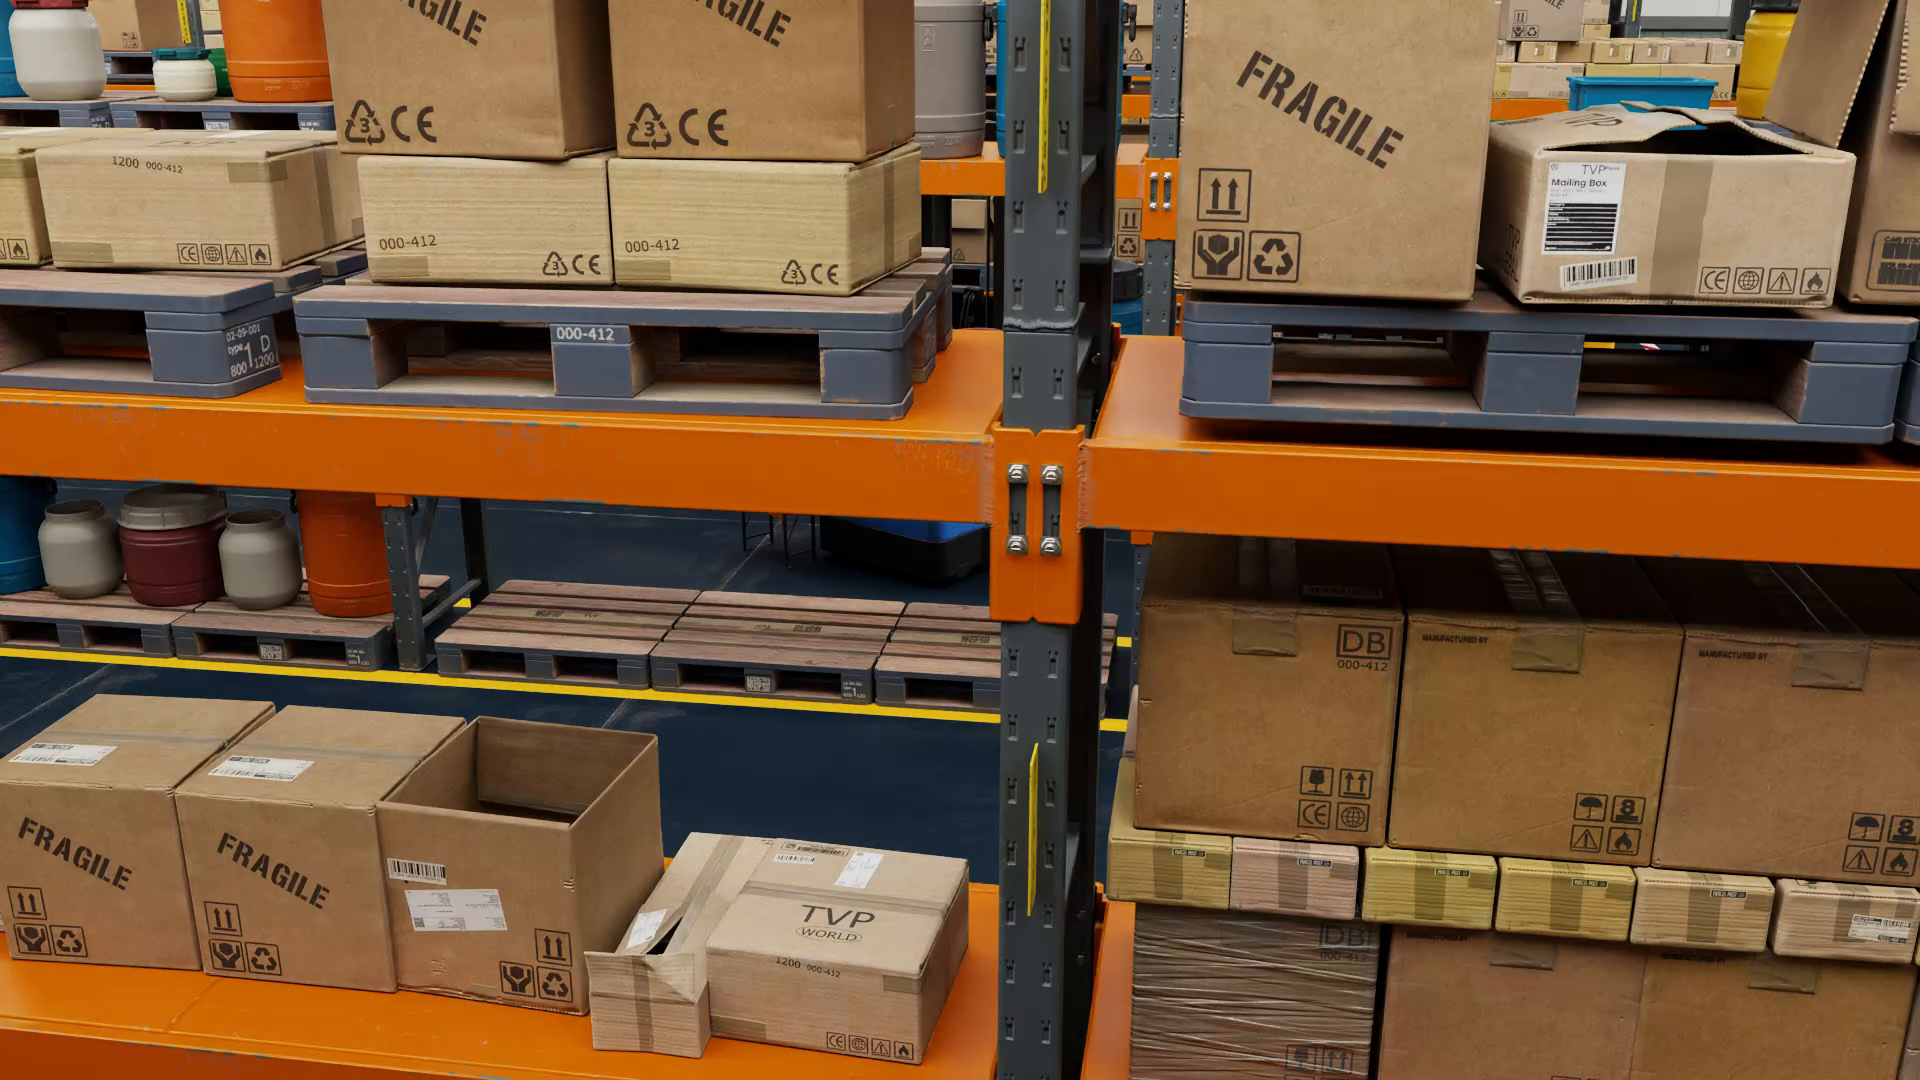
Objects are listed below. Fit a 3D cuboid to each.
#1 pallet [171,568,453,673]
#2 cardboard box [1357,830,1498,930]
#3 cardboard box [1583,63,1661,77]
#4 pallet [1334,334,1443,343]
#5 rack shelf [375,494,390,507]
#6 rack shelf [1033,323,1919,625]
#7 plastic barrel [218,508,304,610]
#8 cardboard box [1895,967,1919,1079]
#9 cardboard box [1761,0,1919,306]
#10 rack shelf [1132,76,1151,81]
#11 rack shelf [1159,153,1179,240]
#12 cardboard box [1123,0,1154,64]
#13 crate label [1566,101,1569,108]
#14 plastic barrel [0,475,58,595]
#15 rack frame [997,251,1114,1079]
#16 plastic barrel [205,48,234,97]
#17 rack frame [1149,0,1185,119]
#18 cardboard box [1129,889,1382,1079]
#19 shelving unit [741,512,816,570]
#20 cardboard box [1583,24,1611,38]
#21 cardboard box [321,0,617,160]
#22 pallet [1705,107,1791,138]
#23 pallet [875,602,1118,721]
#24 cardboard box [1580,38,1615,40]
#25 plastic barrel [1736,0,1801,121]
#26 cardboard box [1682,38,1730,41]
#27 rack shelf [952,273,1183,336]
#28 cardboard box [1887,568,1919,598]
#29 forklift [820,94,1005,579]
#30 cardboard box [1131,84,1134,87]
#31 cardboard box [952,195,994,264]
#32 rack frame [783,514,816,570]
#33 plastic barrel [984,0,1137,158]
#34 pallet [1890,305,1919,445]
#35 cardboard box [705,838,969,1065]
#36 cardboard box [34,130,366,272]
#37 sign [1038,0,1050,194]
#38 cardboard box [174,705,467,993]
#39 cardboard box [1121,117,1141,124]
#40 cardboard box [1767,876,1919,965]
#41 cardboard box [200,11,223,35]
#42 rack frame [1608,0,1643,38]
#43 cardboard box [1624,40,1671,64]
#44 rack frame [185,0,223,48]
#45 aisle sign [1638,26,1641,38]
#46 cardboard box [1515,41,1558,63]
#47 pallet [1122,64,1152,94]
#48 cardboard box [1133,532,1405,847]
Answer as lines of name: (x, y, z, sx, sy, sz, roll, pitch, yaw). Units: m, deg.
pallet: (-3.728, 0.442, 9.648, 1.213, 0.211, 1.003, 3, 19, 9)
cardboard box: (0.955, 0.644, 3.472, 0.250, 0.149, 0.380, 2, 19, 7)
cardboard box: (4.732, -3.323, 12.015, 0.500, 0.250, 0.500, 3, 19, 9)
pallet: (4.625, -2.307, 17.864, 1.213, 0.211, 1.003, 3, 19, 9)
rack shelf: (-4.917, -0.613, 9.541, 4.000, 0.370, 1.077, 3, 19, 9)
rack shelf: (2.192, -0.081, 3.224, 4.000, 0.370, 1.077, 3, 19, 9)
plastic barrel: (-4.000, 0.108, 9.513, 0.421, 0.512, 0.421, 0, 18, 0)
cardboard box: (2.179, 0.949, 3.582, 0.500, 0.500, 0.700, 3, 19, 10)
cardboard box: (1.823, -0.715, 2.940, 0.637, 0.503, 0.797, 5, 19, 15)
rack shelf: (0.704, -4.934, 17.730, 4.000, 0.370, 1.077, 3, 19, 9)
rack shelf: (2.981, -1.633, 7.862, 4.000, 0.370, 1.077, 3, 19, 9)
cardboard box: (1.344, -3.929, 12.766, 0.637, 0.503, 0.797, 2, 19, 6)
crate label: (3.160, -2.000, 8.061, 0.408, 0.251, 0.502, 3, 19, 9)
plastic barrel: (-5.658, -0.190, 9.790, 0.708, 0.901, 0.600, 3, 19, 9)
rack frame: (0.217, 0.900, 3.887, 0.127, 3.000, 1.000, 3, 19, 9)
plastic barrel: (-3.952, -2.527, 8.983, 0.294, 0.245, 0.294, 0, 18, 0)
rack frame: (1.007, -3.497, 7.572, 0.127, 3.000, 1.000, 3, 19, 9)
cardboard box: (0.657, 0.873, 3.810, 0.500, 0.500, 0.700, 2, 19, 7)
shelving unit: (-1.195, -0.462, 10.794, 0.258, 1.200, 0.503, -15, 24, -38)
cardboard box: (6.246, -5.012, 16.403, 0.250, 0.149, 0.380, 3, 19, 9)
cardboard box: (-0.951, -1.071, 3.443, 0.500, 0.500, 0.500, 5, 19, 14)
pallet: (4.155, -1.856, 7.693, 1.213, 0.211, 1.003, 3, 19, 9)
pallet: (0.225, 0.643, 9.049, 1.213, 0.211, 1.003, 3, 19, 9)
cardboard box: (4.739, -3.683, 12.463, 0.250, 0.149, 0.380, 4, 19, 11)
plastic barrel: (3.810, -2.179, 7.403, 0.600, 0.588, 0.600, 0, 18, 0)
cardboard box: (5.507, -3.629, 12.303, 0.250, 0.149, 0.380, 3, 19, 8)
rack shelf: (-0.182, -1.963, 13.577, 4.000, 0.370, 1.077, 3, 19, 9)
cardboard box: (2.143, 0.333, 3.378, 0.500, 0.500, 0.700, 3, 19, 9)
forklift: (0.383, -1.546, 11.305, 1.130, 2.935, 3.031, 14, 23, 36)
cardboard box: (2.190, -5.987, 22.158, 0.250, 0.149, 0.380, 2, 19, 7)
cardboard box: (0.066, -2.510, 13.253, 0.637, 0.503, 0.797, 5, 19, 14)
rack frame: (-1.038, -0.403, 10.617, 0.240, 1.200, 0.015, -15, 24, -38)
plastic barrel: (0.470, -2.270, 7.842, 0.708, 0.901, 0.600, 3, 19, 9)
pallet: (2.265, -0.384, 3.135, 1.213, 0.211, 1.003, 3, 19, 9)
cardboard box: (-0.276, 0.960, 3.944, 0.500, 0.250, 0.500, 4, 19, 12)
cardboard box: (-1.661, -0.766, 3.713, 0.500, 0.250, 0.500, 1, 19, 4)
sign: (0.141, -0.747, 2.770, 0.005, 0.325, 0.100, 3, 19, 9)
cardboard box: (-1.553, 0.757, 4.157, 0.500, 0.500, 0.500, 3, 19, 9)
cardboard box: (1.680, -4.322, 17.761, 0.500, 0.500, 0.700, 3, 19, 8)
cardboard box: (1.725, 0.682, 3.356, 0.250, 0.149, 0.380, 2, 19, 7)
cardboard box: (-8.261, -5.815, 18.677, 0.500, 0.250, 0.500, 3, 19, 8)
rack frame: (6.628, -6.396, 16.237, 0.127, 3.000, 1.000, 3, 19, 9)
cardboard box: (4.892, -3.488, 11.882, 0.250, 0.149, 0.380, 2, 19, 6)
rack frame: (-6.106, -5.451, 13.413, 0.127, 3.000, 1.000, 3, 19, 9)
aisle sign: (6.651, -4.686, 16.485, 0.004, 0.787, 0.394, 3, 19, 9)
cardboard box: (4.135, -3.527, 11.997, 0.250, 0.149, 0.380, 2, 19, 6)
pallet: (1.200, -3.602, 12.908, 1.003, 0.211, 1.213, 3, 19, 9)
cardboard box: (0.657, 0.257, 3.604, 0.500, 0.500, 0.700, 3, 19, 9)
